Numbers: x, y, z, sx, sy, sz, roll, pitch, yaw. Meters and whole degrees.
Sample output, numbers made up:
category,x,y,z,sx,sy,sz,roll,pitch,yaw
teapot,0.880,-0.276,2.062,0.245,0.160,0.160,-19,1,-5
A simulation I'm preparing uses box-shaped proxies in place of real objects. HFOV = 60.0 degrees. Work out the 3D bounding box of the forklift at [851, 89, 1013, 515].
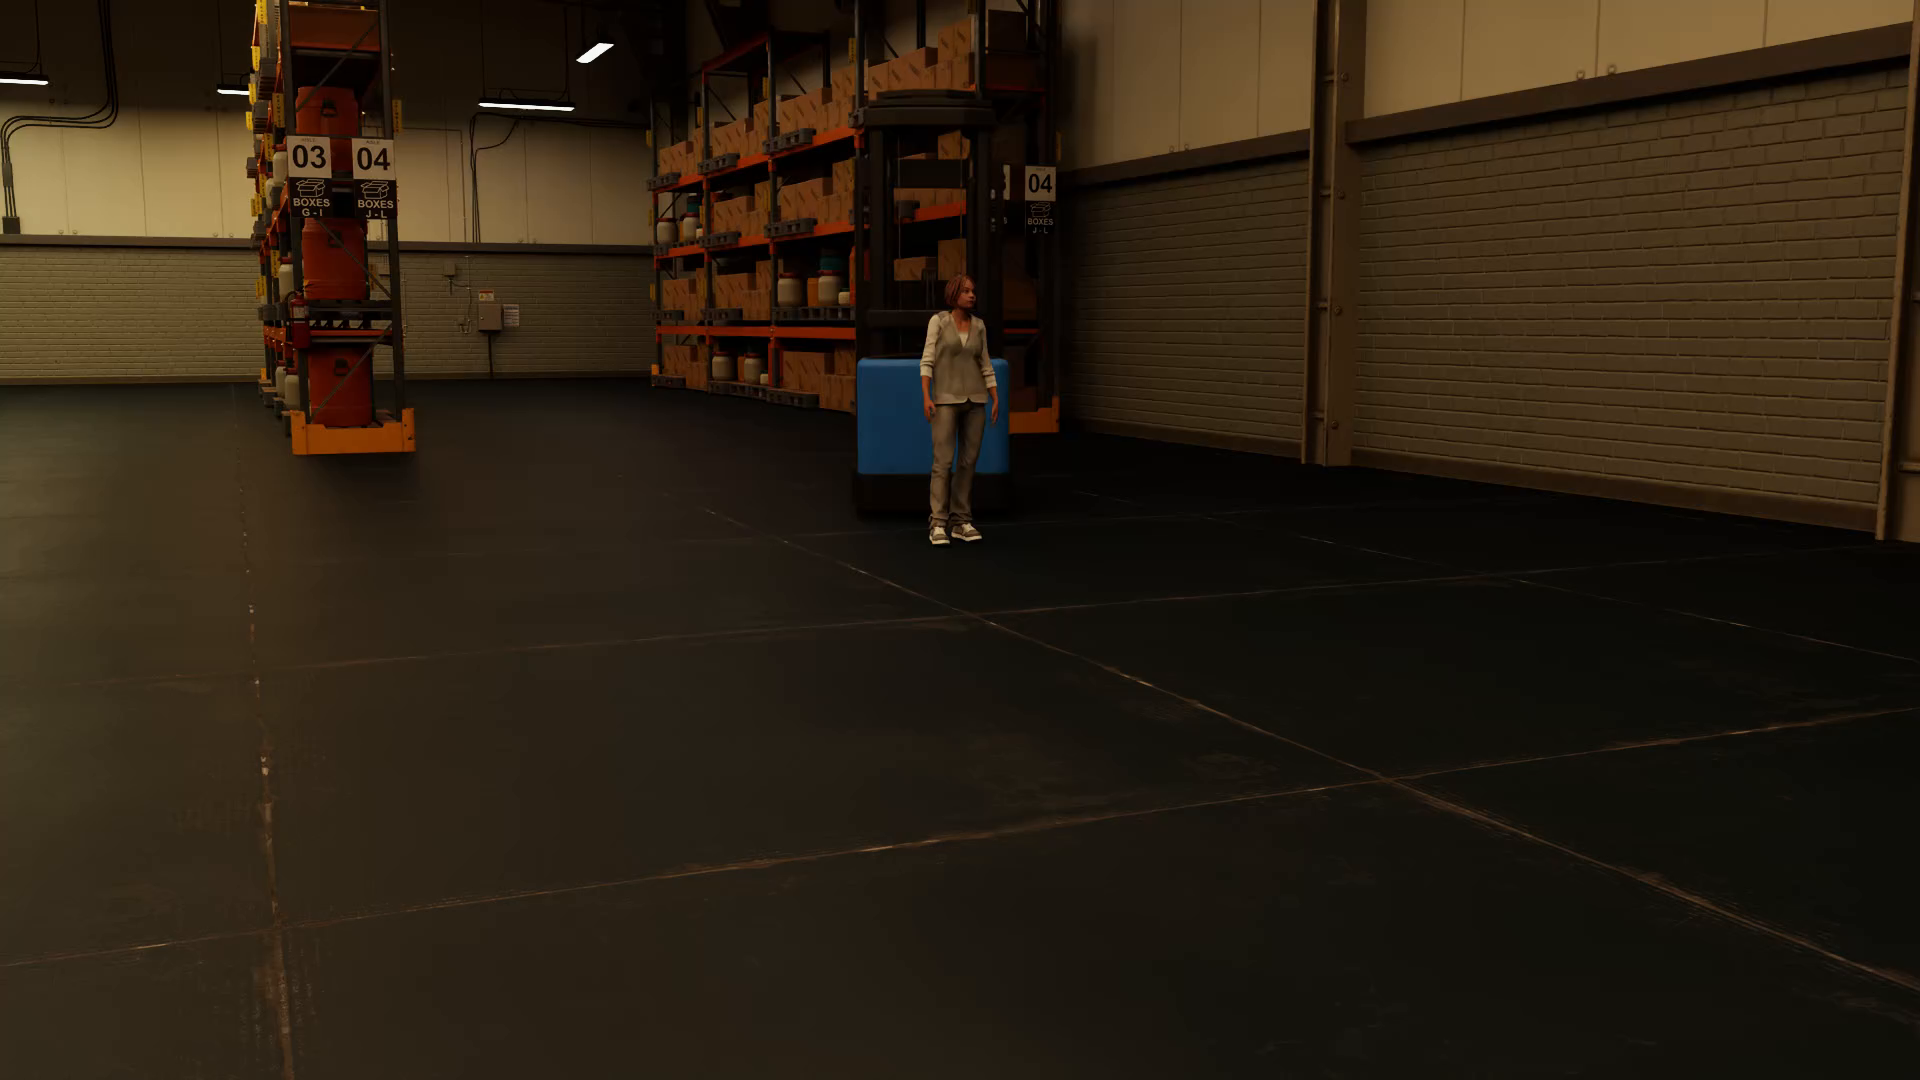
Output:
category,x,y,z,sx,sy,sz,roll,pitch,yaw
forklift,-0.237,-1.783,12.464,1.130,2.935,3.031,0,8,-2

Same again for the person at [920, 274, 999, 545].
category,x,y,z,sx,sy,sz,roll,pitch,yaw
person,0.016,-0.786,9.976,0.519,1.591,0.474,-3,8,-23
